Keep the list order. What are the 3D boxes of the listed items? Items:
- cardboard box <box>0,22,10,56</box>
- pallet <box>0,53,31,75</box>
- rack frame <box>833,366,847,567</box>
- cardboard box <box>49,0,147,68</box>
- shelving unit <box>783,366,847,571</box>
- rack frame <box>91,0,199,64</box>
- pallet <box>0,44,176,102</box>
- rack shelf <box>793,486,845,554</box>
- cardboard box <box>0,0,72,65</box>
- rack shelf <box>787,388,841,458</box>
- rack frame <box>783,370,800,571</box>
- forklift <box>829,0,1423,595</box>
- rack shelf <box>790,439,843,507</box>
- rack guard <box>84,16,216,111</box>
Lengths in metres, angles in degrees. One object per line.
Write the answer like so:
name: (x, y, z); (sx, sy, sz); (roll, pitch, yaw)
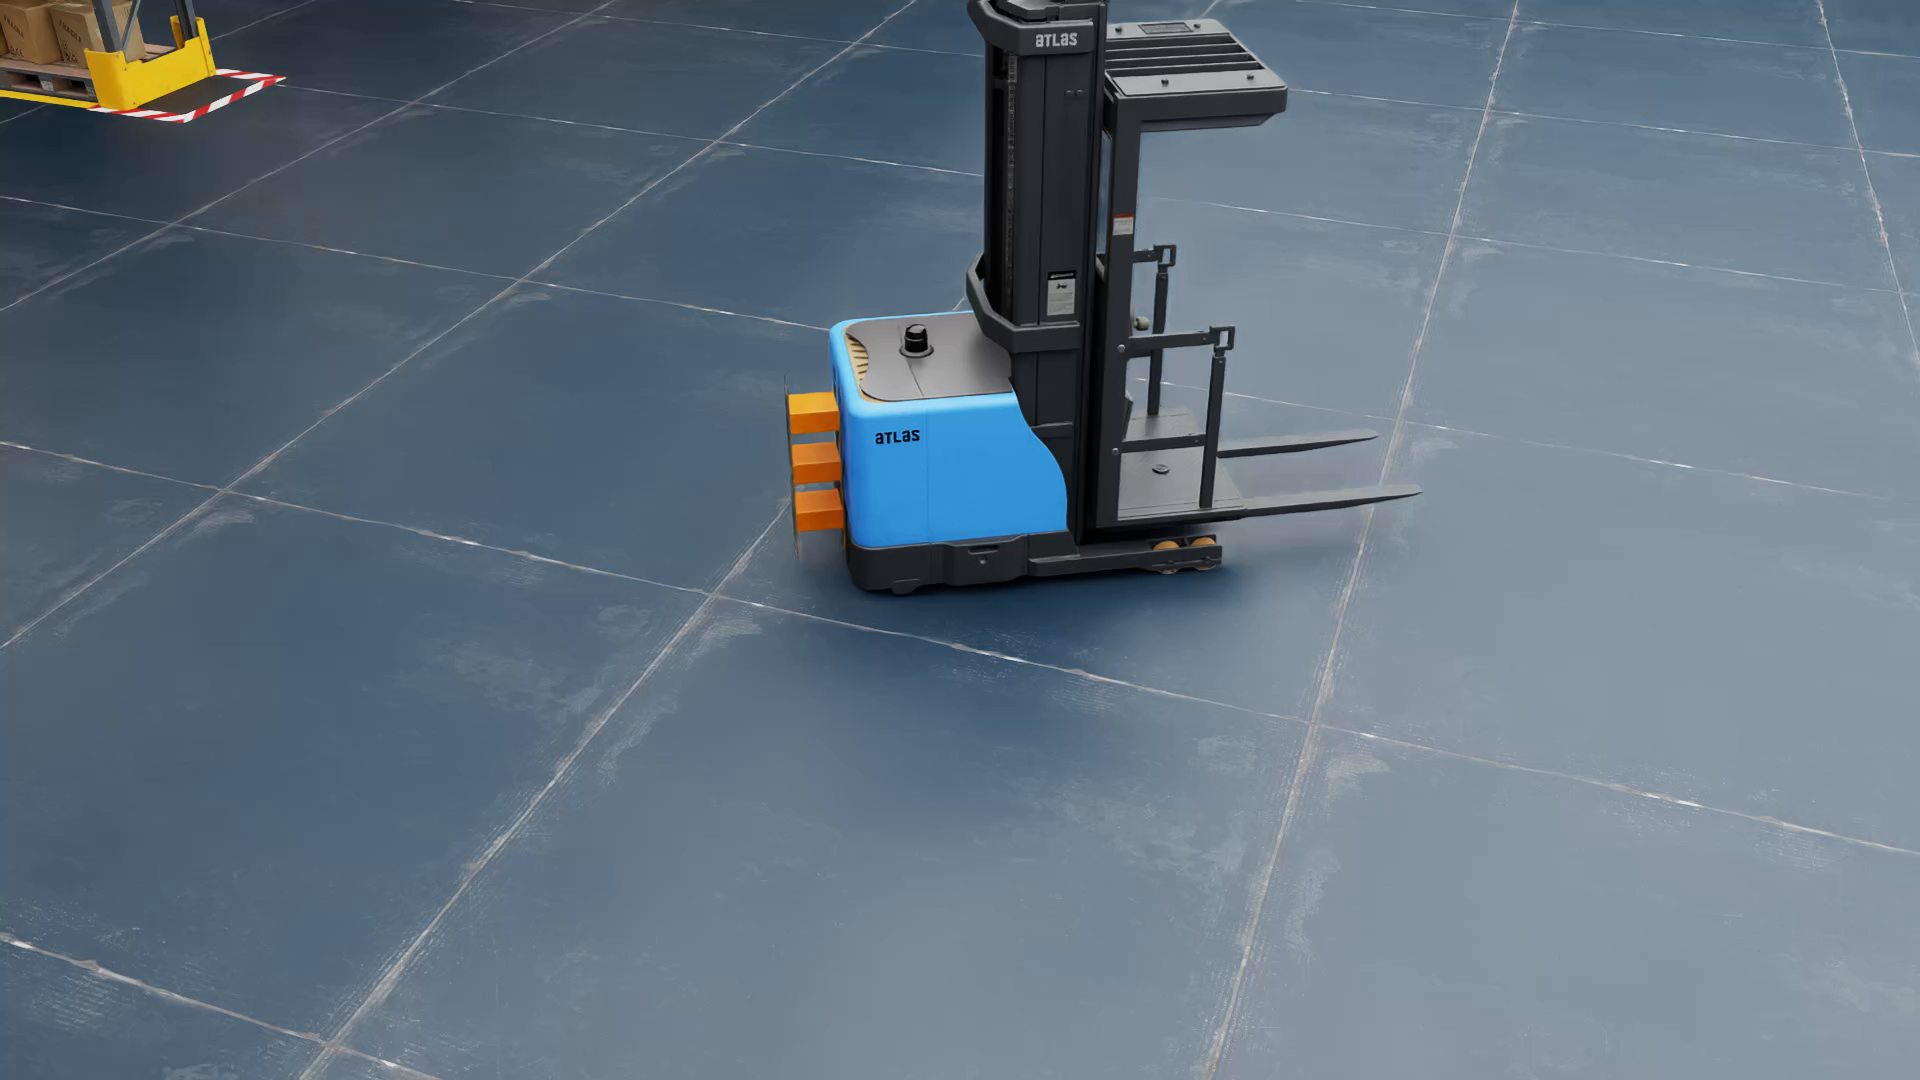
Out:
cardboard box: (-8.926, -4.798, 15.334); (0.500, 0.500, 0.500); (14, 35, 21)
pallet: (-9.156, -4.566, 15.628); (1.213, 0.211, 1.003); (11, 34, 16)
rack frame: (-0.600, -0.357, 8.336); (0.008, 1.050, 0.200); (-5, 33, -8)
cardboard box: (-7.769, -4.582, 14.999); (0.500, 0.500, 0.500); (18, 37, 25)
shelving unit: (-0.720, -0.346, 8.318); (0.252, 1.050, 0.215); (-5, 33, -8)
rack frame: (-7.187, -5.333, 14.244); (0.127, 3.000, 1.000); (11, 34, 16)
pallet: (-8.011, -4.342, 15.281); (1.213, 0.211, 1.003); (11, 34, 16)
rack shelf: (-0.720, -0.104, 8.475); (0.240, 0.259, 0.215); (-5, 33, -8)
cardboard box: (-8.343, -4.674, 15.141); (0.500, 0.500, 0.500); (21, 38, 29)
rack shelf: (-0.720, -0.576, 8.170); (0.240, 0.259, 0.215); (-5, 33, -8)
rack frame: (-0.840, -0.335, 8.301); (0.008, 1.050, 0.200); (-5, 33, -8)
forklift: (0.886, -1.335, 8.116); (3.031, 2.935, 1.130); (-5, 33, -8)
rack shelf: (-0.720, -0.337, 8.324); (0.240, 0.259, 0.215); (-5, 33, -8)
rack guard: (-7.258, -4.297, 14.944); (0.348, 0.500, 1.175); (11, 34, 16)
